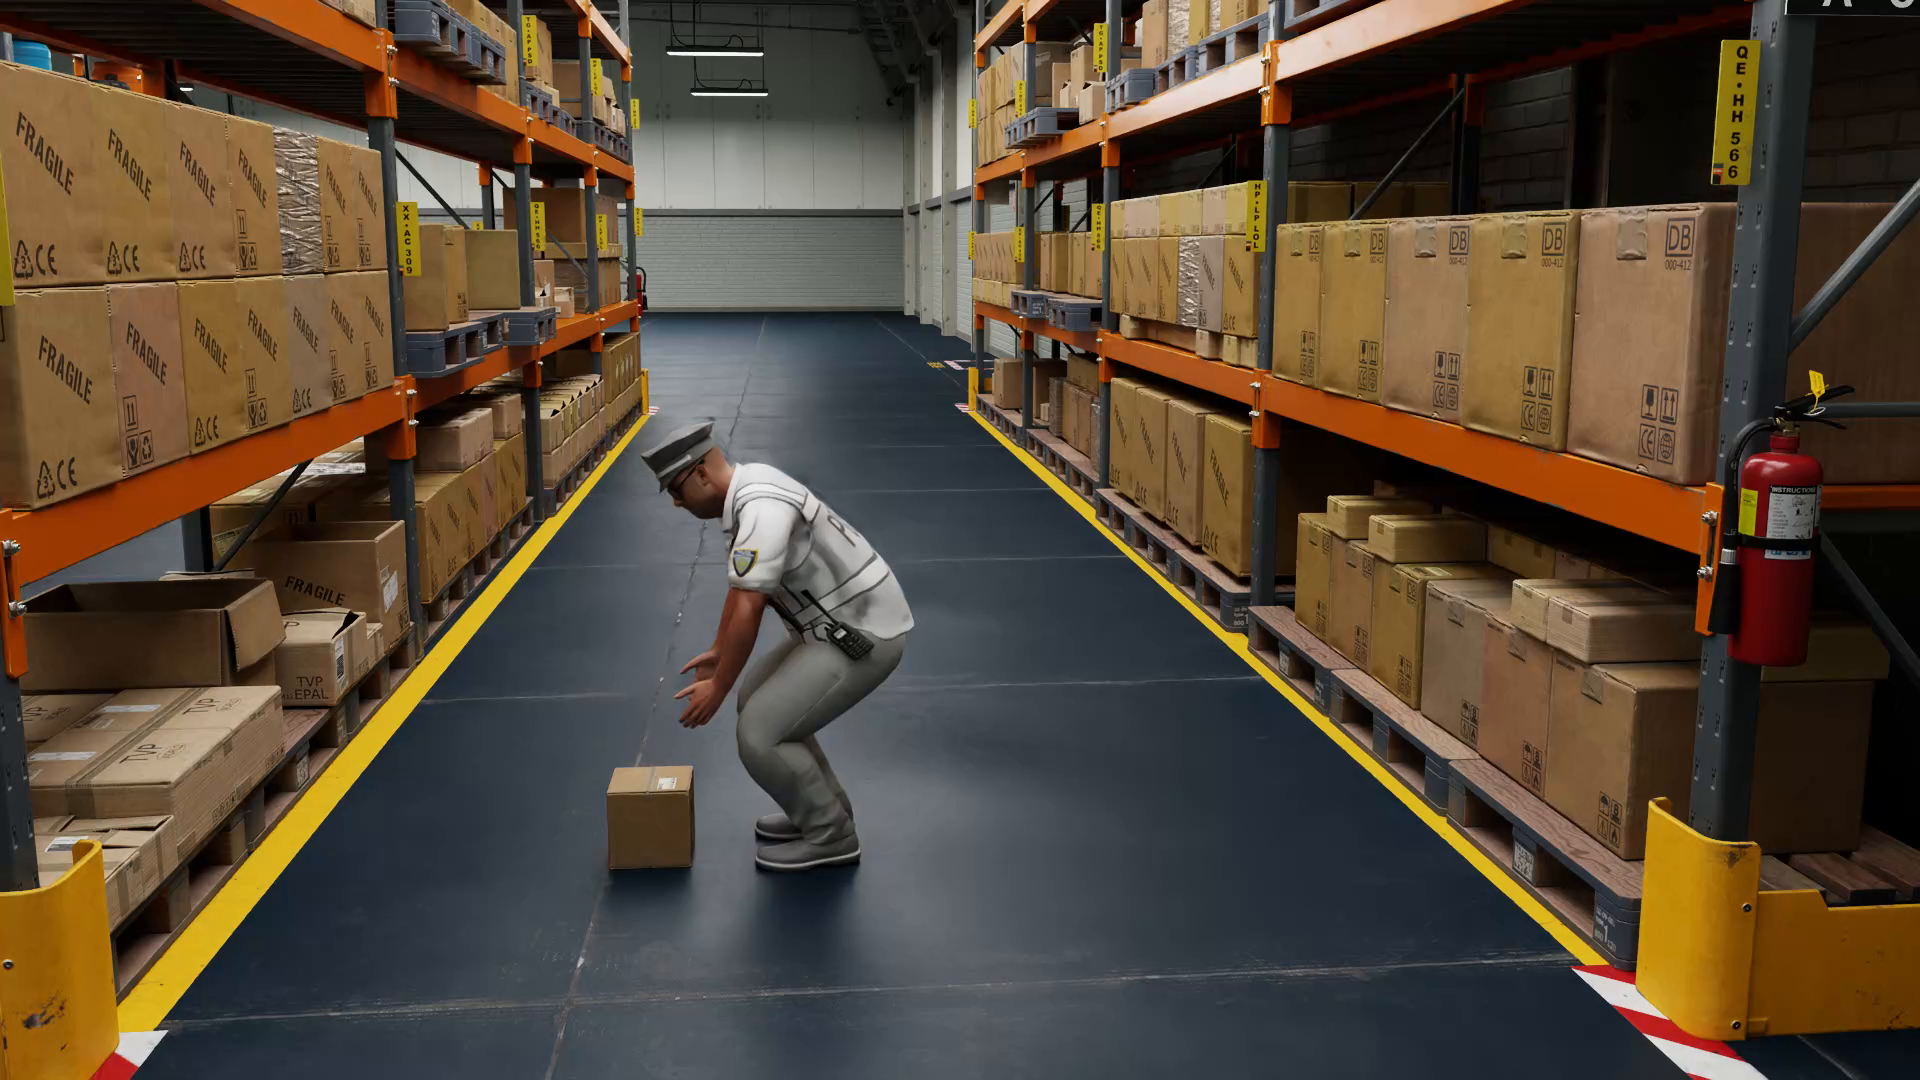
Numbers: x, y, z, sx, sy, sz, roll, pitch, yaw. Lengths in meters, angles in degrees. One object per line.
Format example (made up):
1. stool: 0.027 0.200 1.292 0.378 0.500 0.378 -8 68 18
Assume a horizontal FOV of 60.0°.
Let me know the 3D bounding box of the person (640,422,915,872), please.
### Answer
1. person: -0.555 0.319 5.157 0.826 1.381 0.590 -1 10 -6
